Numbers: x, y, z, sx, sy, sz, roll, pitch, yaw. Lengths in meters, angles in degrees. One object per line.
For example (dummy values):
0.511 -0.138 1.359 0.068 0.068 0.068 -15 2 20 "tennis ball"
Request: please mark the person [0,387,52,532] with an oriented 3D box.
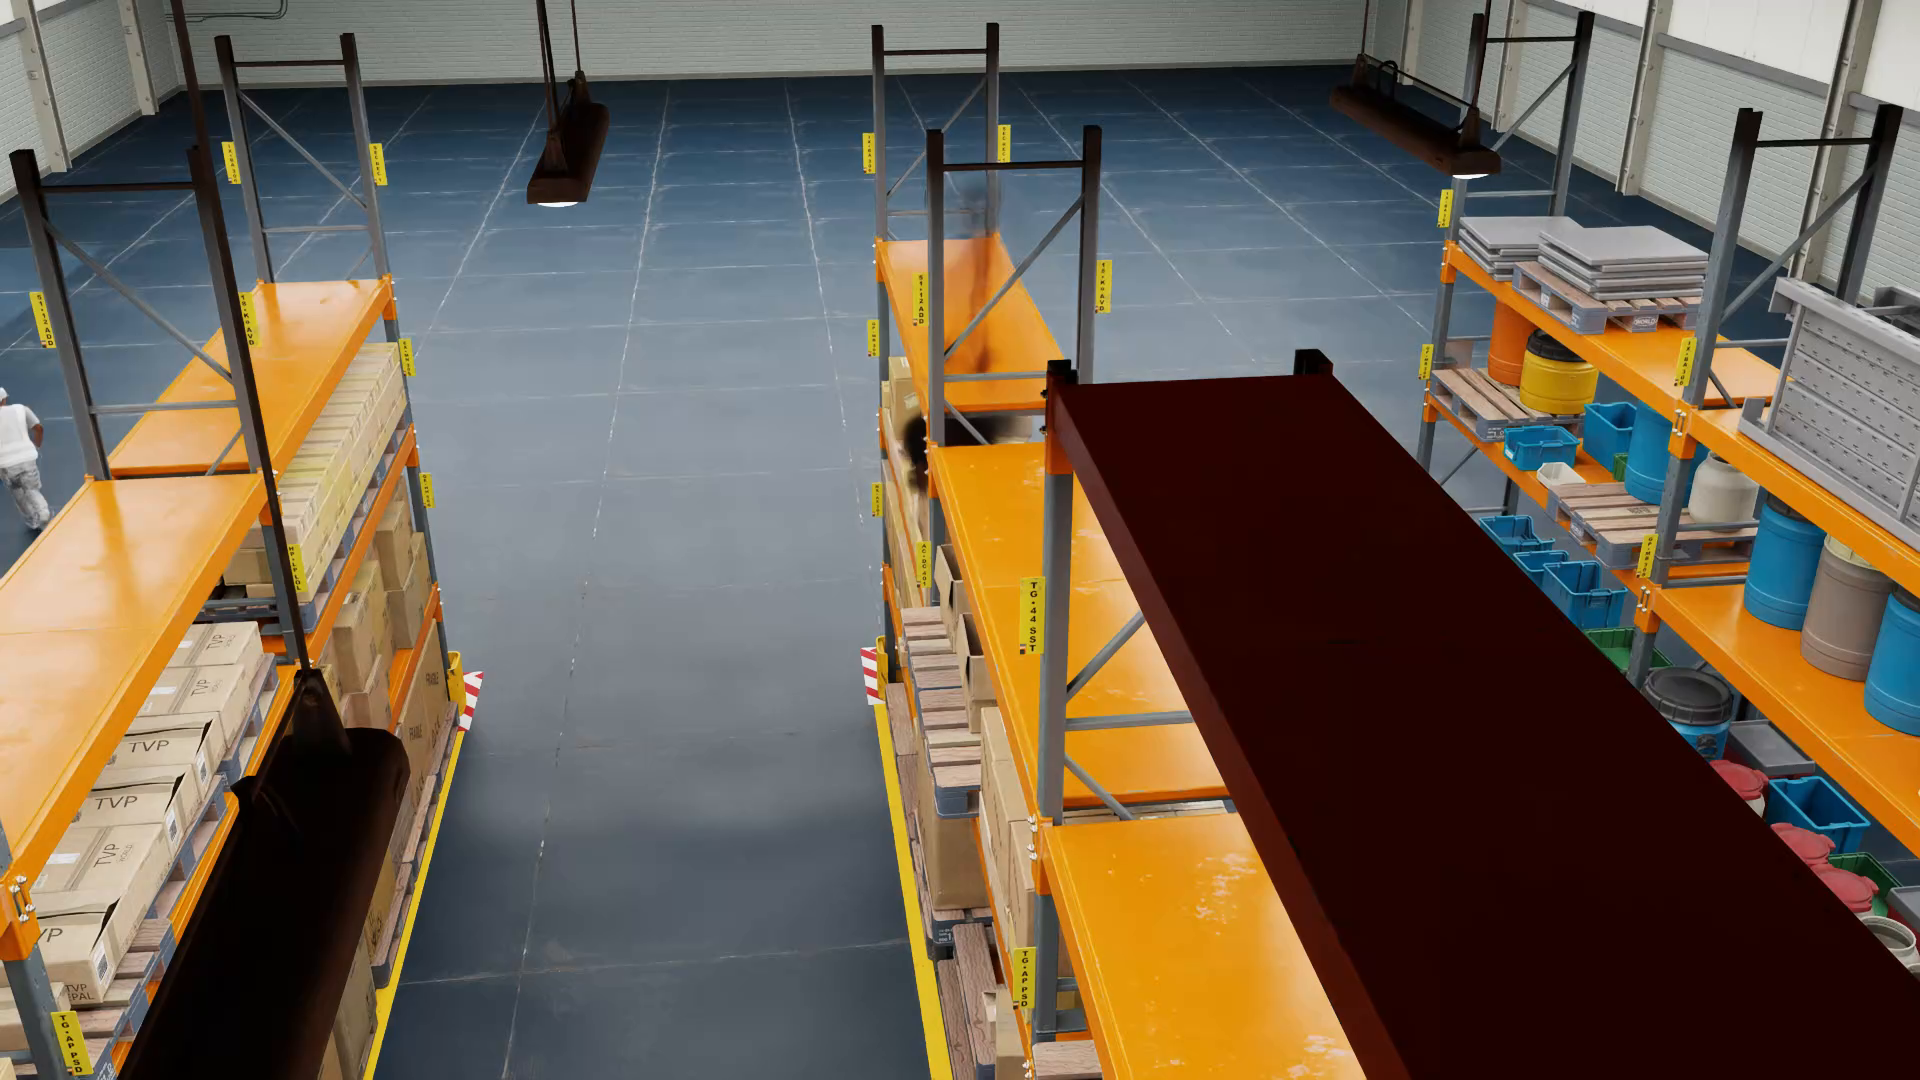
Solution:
-10.314 -0.799 18.248 0.672 1.726 0.998 -23 34 -39 "person"
